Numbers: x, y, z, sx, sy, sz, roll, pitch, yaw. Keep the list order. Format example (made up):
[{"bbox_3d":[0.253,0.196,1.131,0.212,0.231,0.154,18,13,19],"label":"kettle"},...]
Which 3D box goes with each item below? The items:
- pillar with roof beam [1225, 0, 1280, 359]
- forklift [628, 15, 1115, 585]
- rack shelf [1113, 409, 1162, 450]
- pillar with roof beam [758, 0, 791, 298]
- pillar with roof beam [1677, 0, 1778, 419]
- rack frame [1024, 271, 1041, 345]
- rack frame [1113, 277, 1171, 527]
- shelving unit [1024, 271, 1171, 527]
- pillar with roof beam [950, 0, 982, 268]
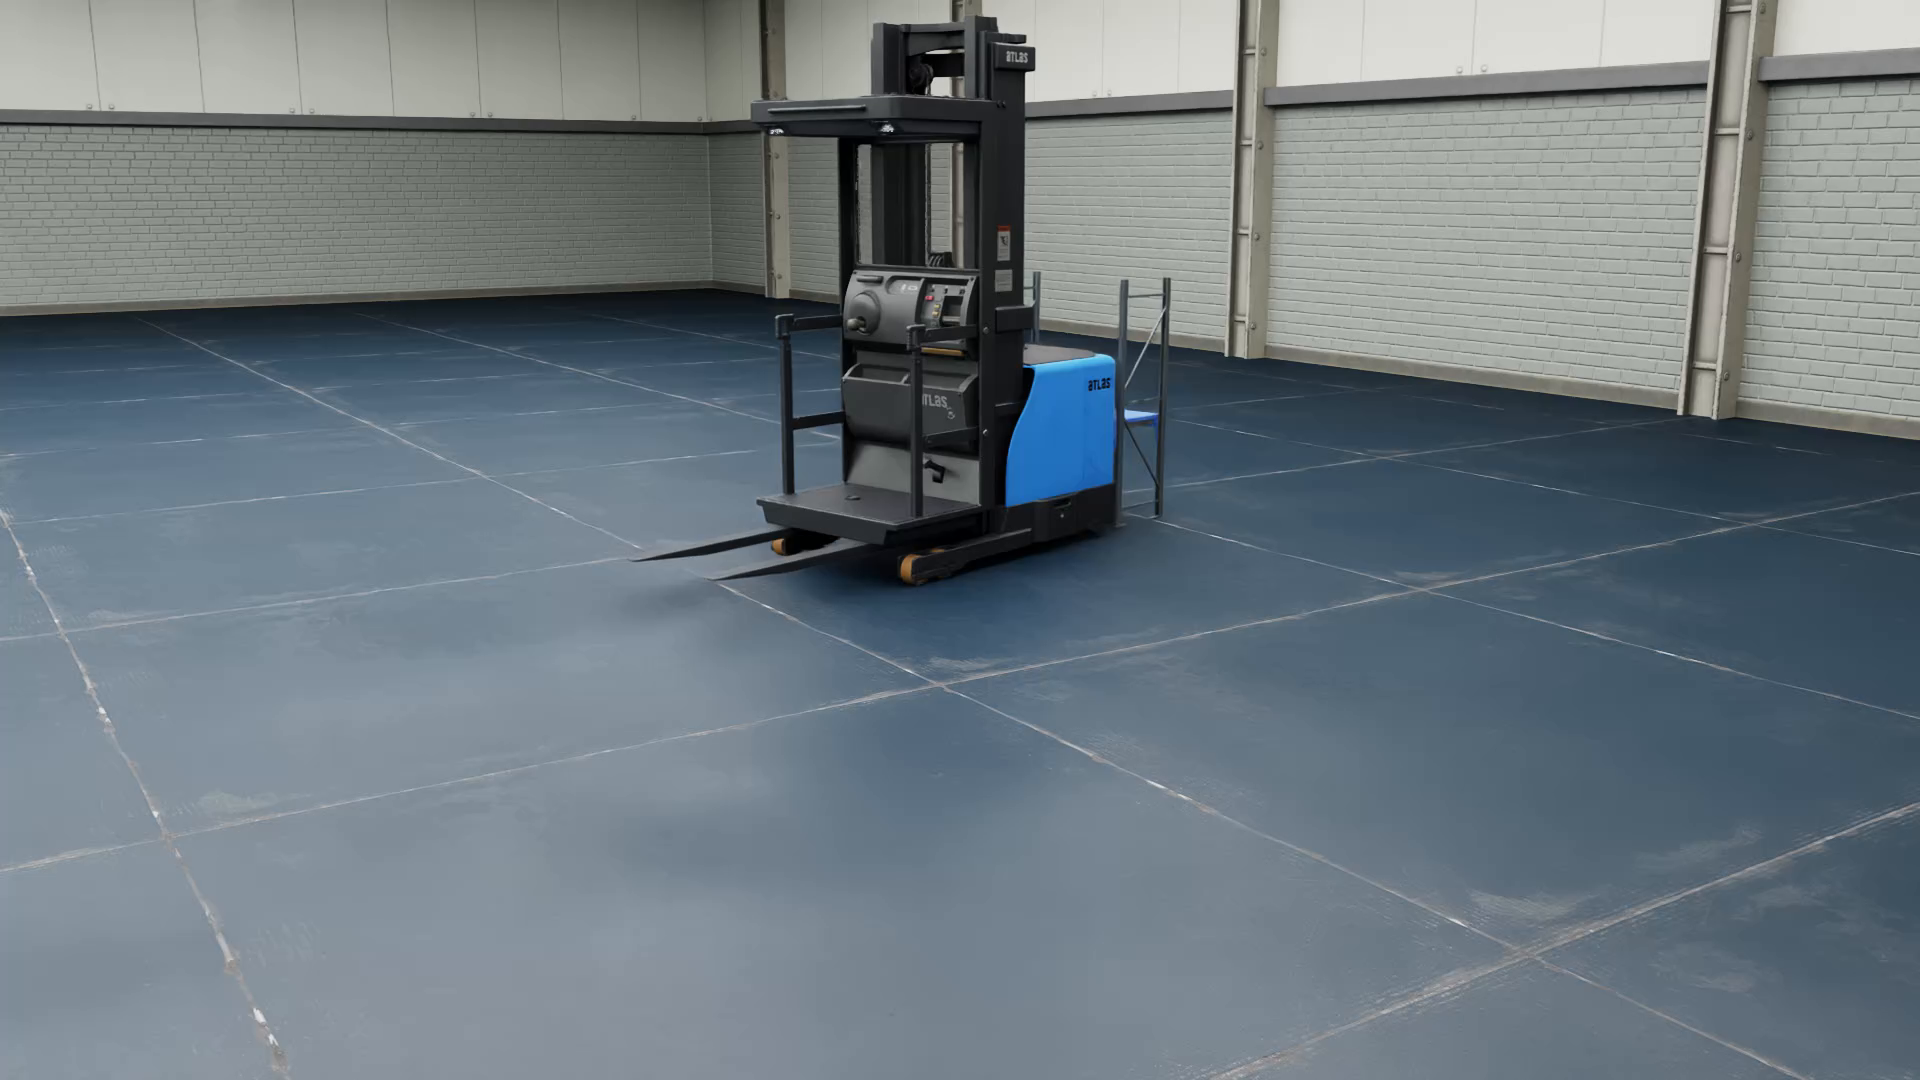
[{"bbox_3d":[-0.175,-6.077,16.585,9.100,9.000,0.400,-8,15,-33],"label":"pillar with roof beam"},{"bbox_3d":[-0.420,-1.313,9.006,1.130,2.935,3.031,11,16,40],"label":"forklift"},{"bbox_3d":[0.730,-0.744,10.576,1.000,0.185,0.538,10,15,39],"label":"rack shelf"},{"bbox_3d":[-6.824,-8.211,26.344,9.100,9.000,0.400,-8,15,-33],"label":"pillar with roof beam"},{"bbox_3d":[3.149,-5.010,11.705,9.100,9.000,0.400,-8,15,-33],"label":"pillar with roof beam"},{"bbox_3d":[0.346,-0.991,10.863,0.032,1.500,0.500,10,15,39],"label":"rack frame"},{"bbox_3d":[1.118,-0.849,10.217,0.032,1.500,0.500,10,15,39],"label":"rack frame"},{"bbox_3d":[0.732,-0.920,10.540,1.048,1.500,0.538,10,15,39],"label":"shelving unit"},{"bbox_3d":[-3.500,-7.144,21.465,9.100,9.000,0.400,-8,15,-33],"label":"pillar with roof beam"}]
